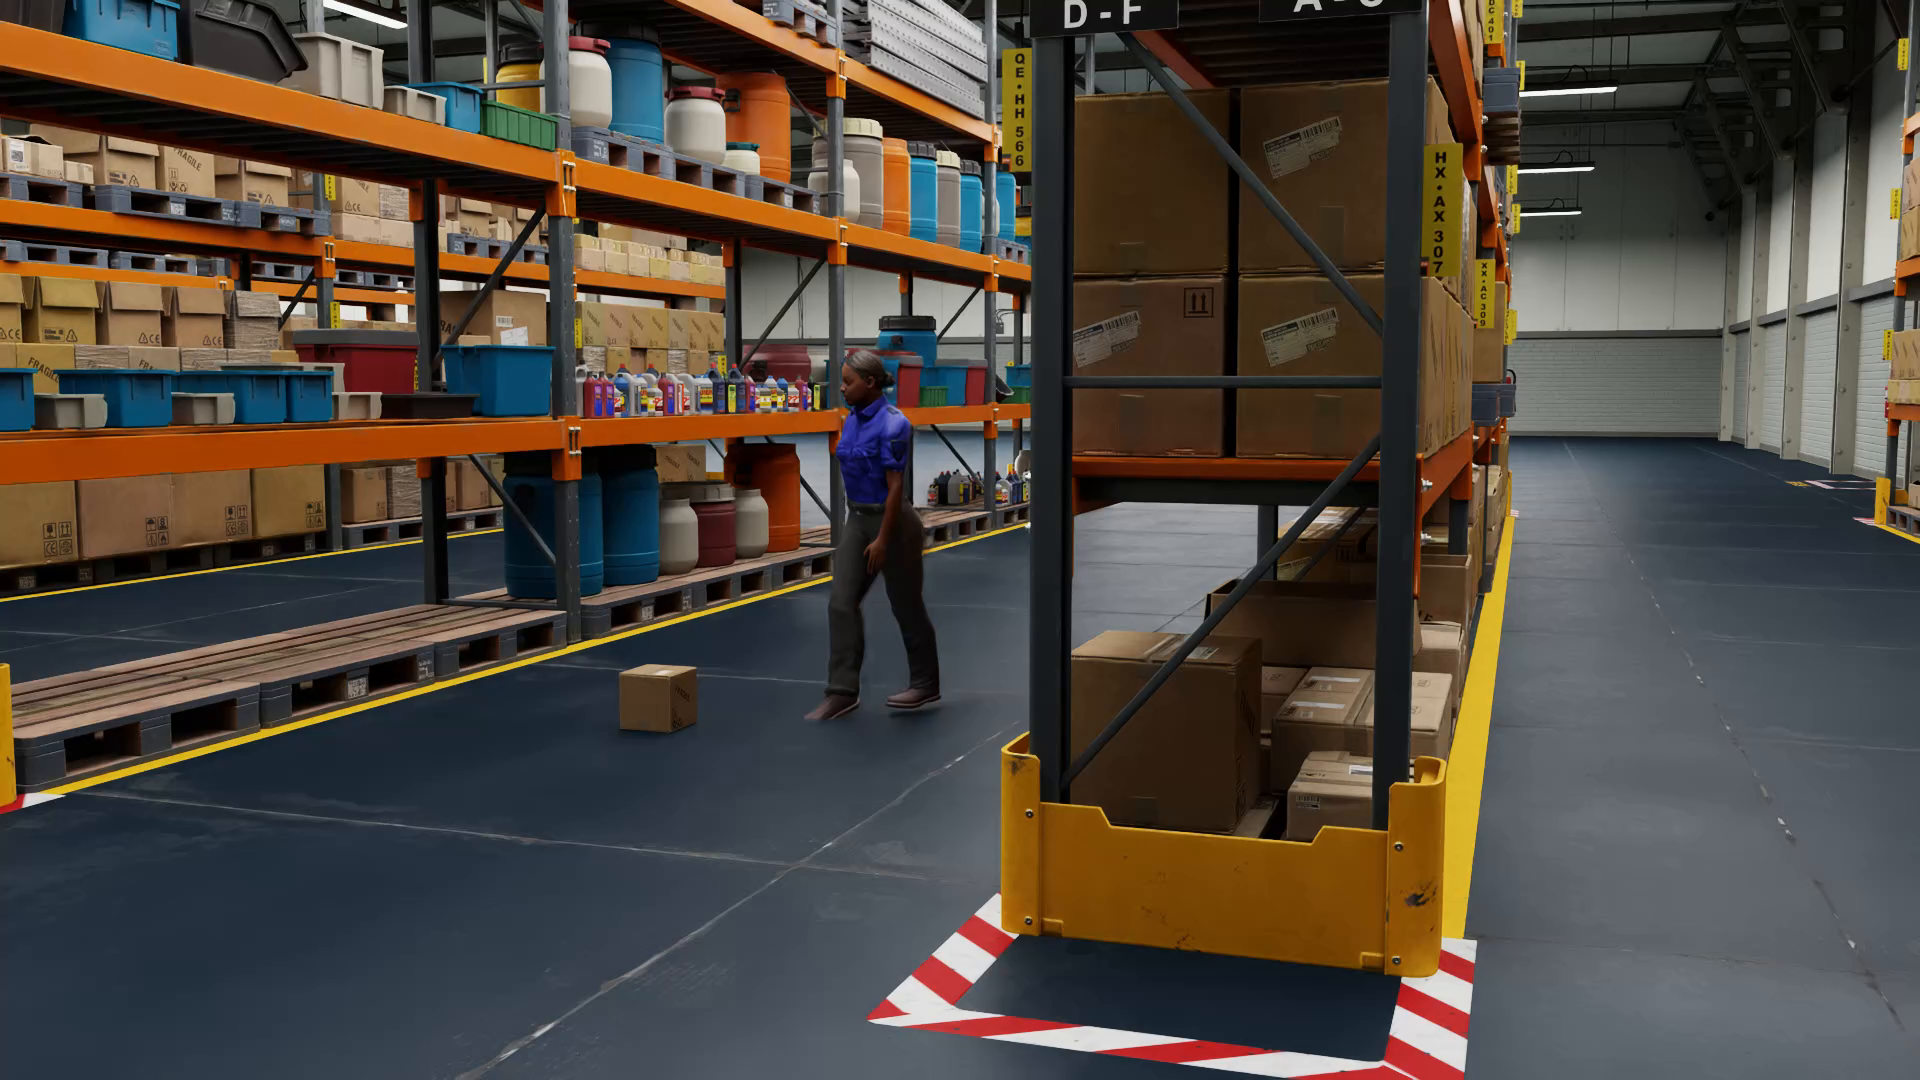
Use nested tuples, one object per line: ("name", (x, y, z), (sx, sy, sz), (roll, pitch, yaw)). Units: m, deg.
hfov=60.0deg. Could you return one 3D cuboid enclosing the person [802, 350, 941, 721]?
("person", (-0.367, -0.001, 7.502), (0.653, 1.703, 0.454), (-5, 7, -43))
